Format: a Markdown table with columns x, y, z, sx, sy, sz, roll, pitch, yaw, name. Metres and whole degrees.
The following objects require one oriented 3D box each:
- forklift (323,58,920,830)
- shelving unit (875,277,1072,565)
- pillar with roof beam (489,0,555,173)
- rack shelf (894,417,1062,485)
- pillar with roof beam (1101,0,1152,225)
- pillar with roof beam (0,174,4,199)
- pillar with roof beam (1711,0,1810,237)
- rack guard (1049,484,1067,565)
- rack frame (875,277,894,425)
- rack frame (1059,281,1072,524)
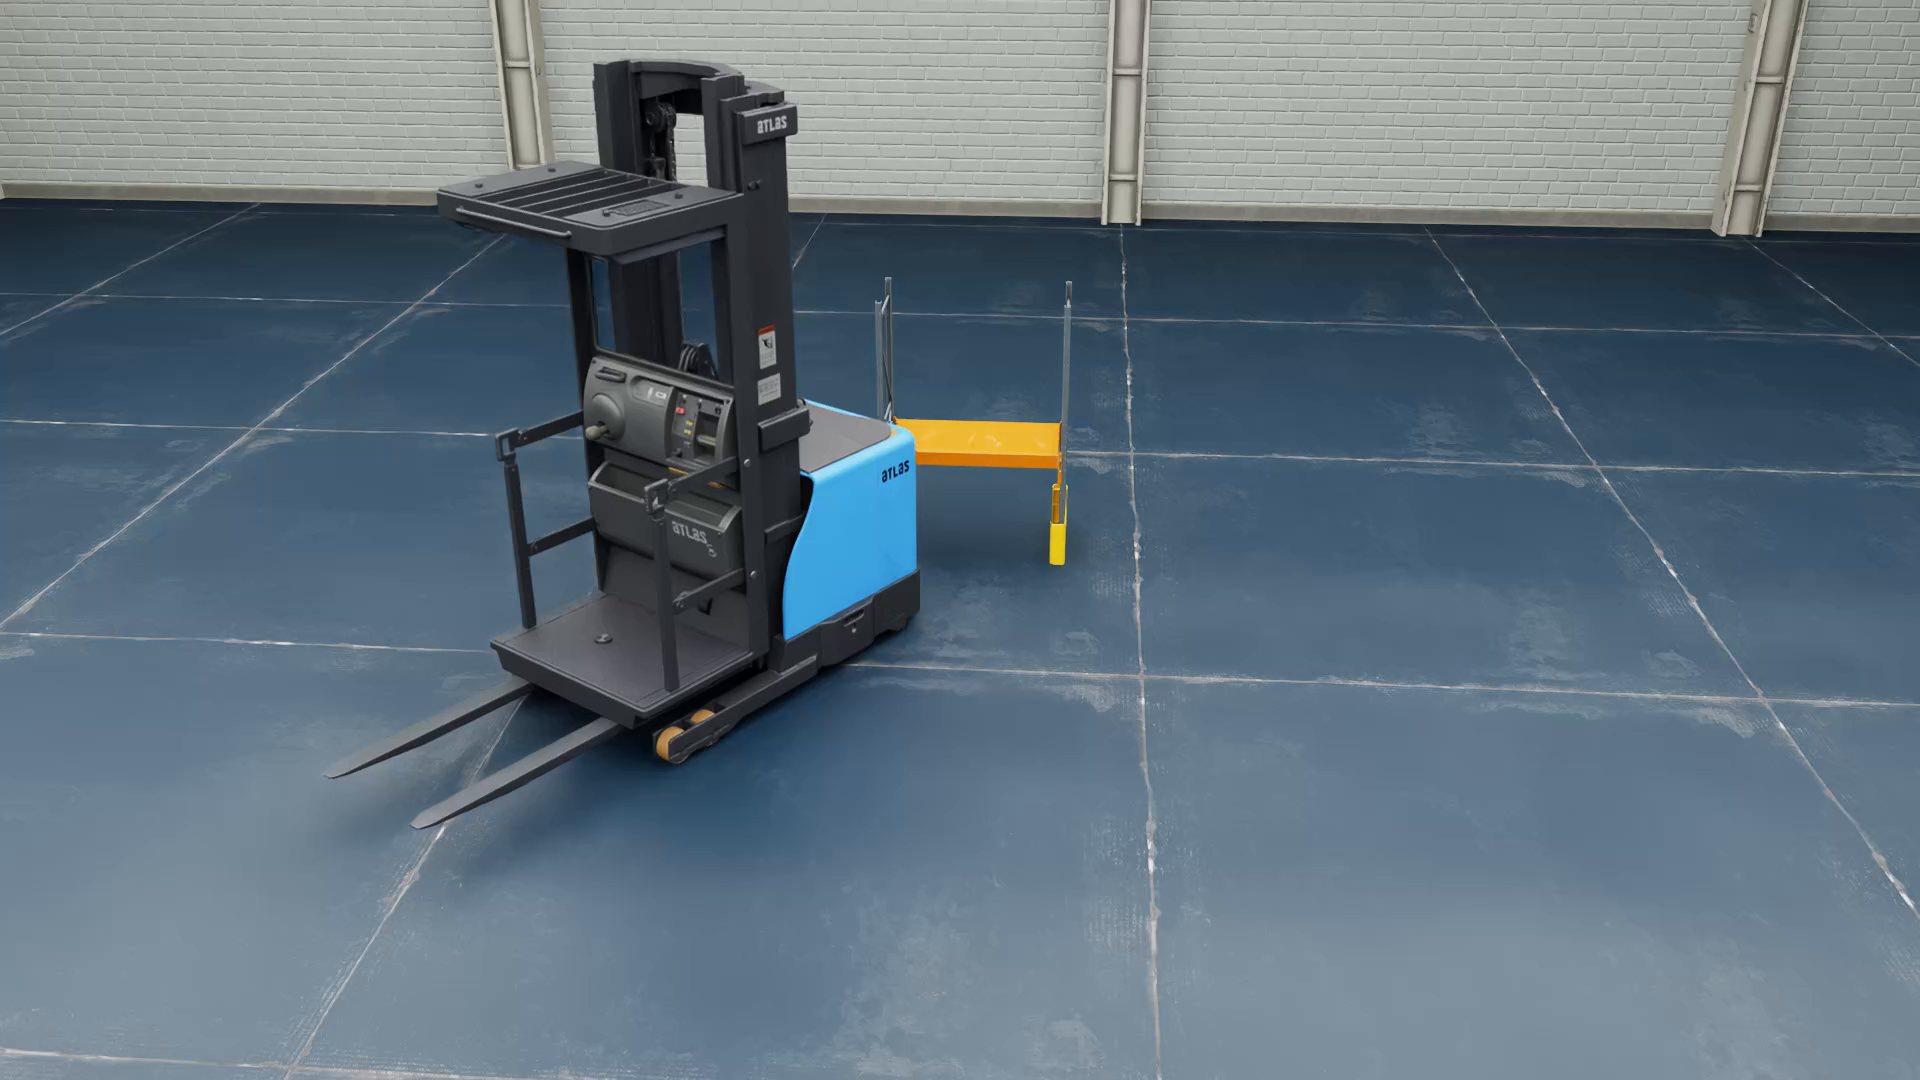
| x | y | z | sx | sy | sz | roll | pitch | yaw | name |
| --- | --- | --- | --- | --- | --- | --- | --- | --- | --- |
| -1.513 | -0.550 | 7.438 | 1.130 | 2.935 | 3.031 | 18 | 30 | 34 | forklift |
| 0.076 | -0.679 | 9.431 | 1.083 | 1.500 | 0.587 | 2 | 25 | 4 | shelving unit |
| -4.694 | -5.692 | 11.354 | 0.400 | 9.000 | 9.100 | 2 | 25 | 4 | pillar with roof beam |
| 0.085 | -0.515 | 9.506 | 1.000 | 0.185 | 0.538 | 2 | 25 | 4 | rack shelf |
| 1.289 | -5.500 | 10.937 | 0.400 | 9.000 | 9.100 | 2 | 25 | 4 | pillar with roof beam |
| -10.676 | -5.884 | 11.772 | 0.400 | 9.000 | 9.100 | 2 | 25 | 4 | pillar with roof beam |
| 7.271 | -5.308 | 10.520 | 0.400 | 9.000 | 9.100 | 2 | 25 | 4 | pillar with roof beam |
| 0.573 | -0.095 | 9.658 | 0.087 | 0.250 | 0.587 | 2 | 25 | 4 | rack guard |
| -0.422 | -0.695 | 9.466 | 0.032 | 1.500 | 0.500 | 2 | 25 | 4 | rack frame |
| 0.592 | -0.662 | 9.395 | 0.032 | 1.500 | 0.500 | 2 | 25 | 4 | rack frame |
